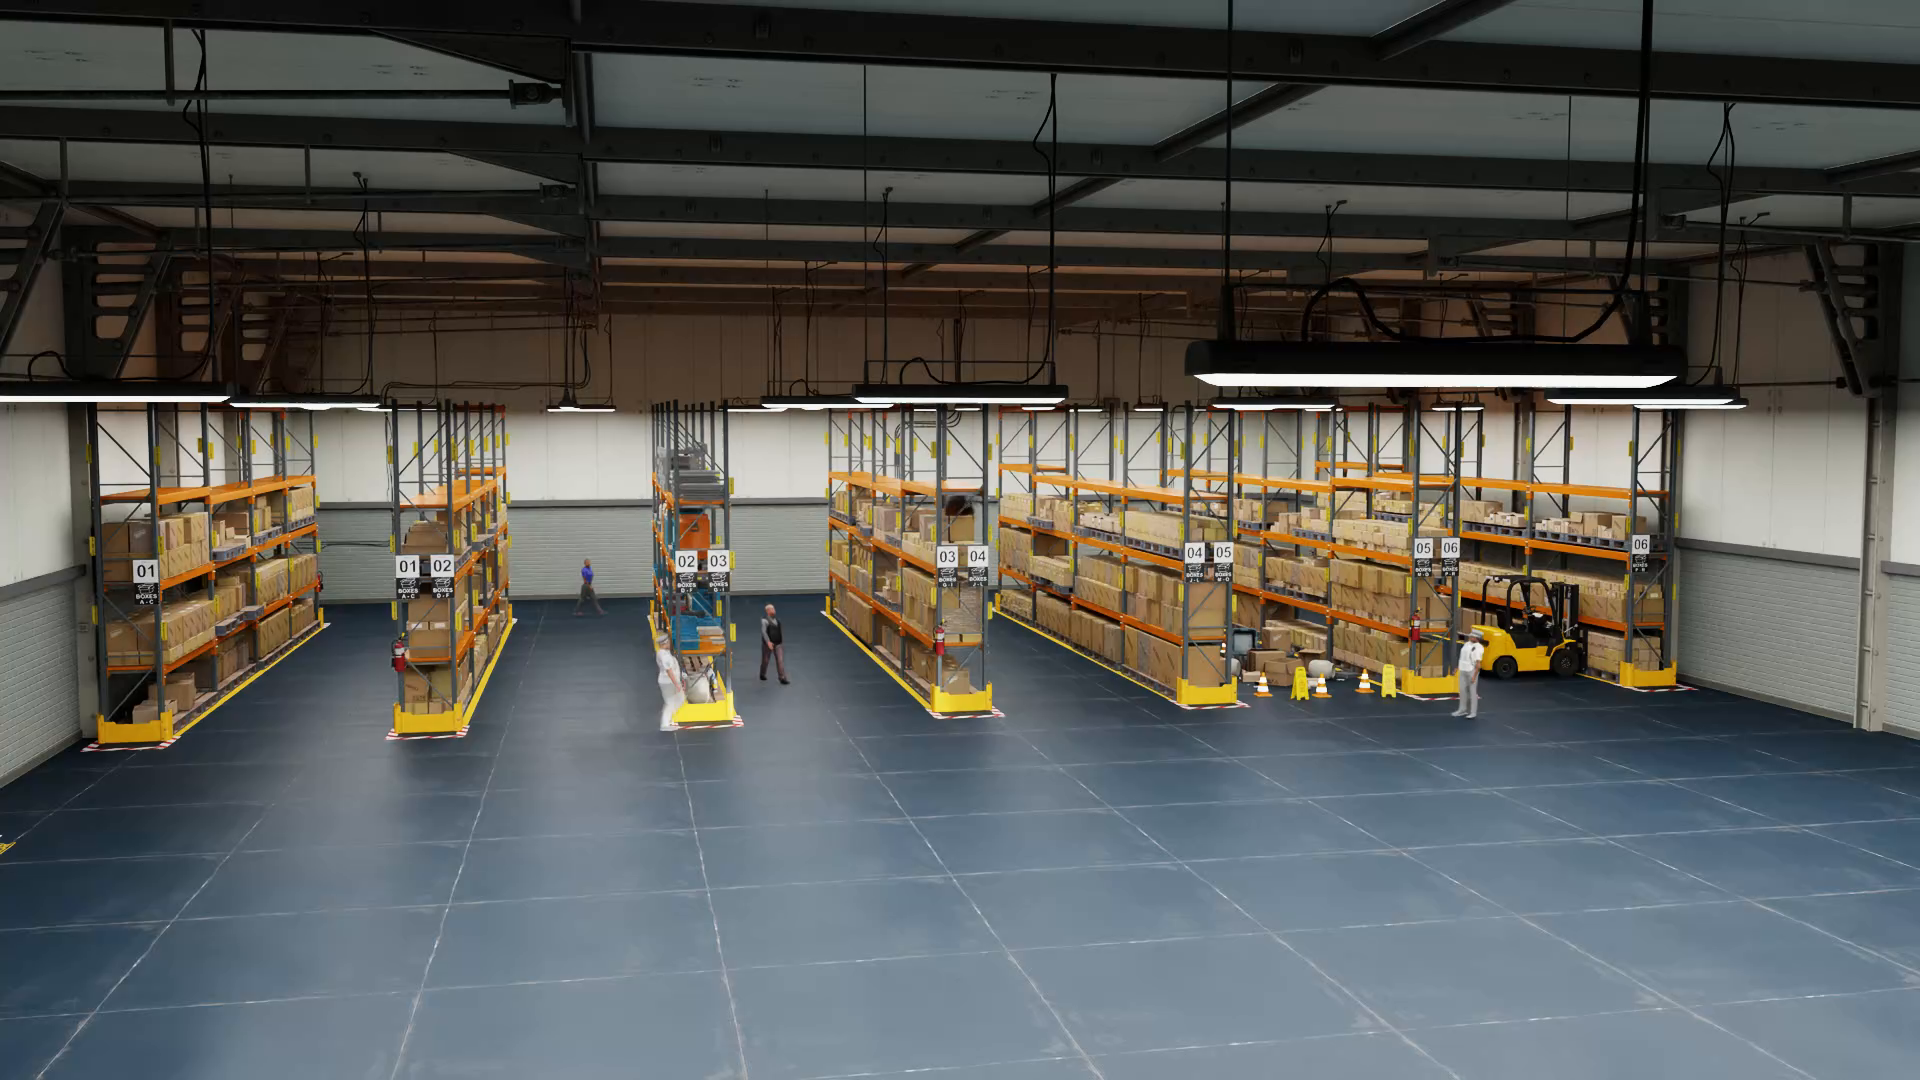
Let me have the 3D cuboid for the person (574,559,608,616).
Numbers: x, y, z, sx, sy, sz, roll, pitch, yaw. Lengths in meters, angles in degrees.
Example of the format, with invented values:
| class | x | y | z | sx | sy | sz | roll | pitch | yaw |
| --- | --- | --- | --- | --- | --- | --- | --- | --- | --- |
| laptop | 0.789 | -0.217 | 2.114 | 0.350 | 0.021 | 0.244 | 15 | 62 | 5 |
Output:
| class | x | y | z | sx | sy | sz | roll | pitch | yaw |
| --- | --- | --- | --- | --- | --- | --- | --- | --- | --- |
| person | -10.504 | 1.339 | 47.229 | 0.926 | 1.615 | 0.530 | 0 | 4 | -2 |

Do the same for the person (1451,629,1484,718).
| class | x | y | z | sx | sy | sz | roll | pitch | yaw |
| --- | --- | --- | --- | --- | --- | --- | --- | --- | --- |
| person | 9.604 | 2.516 | 31.507 | 0.398 | 1.687 | 0.579 | -4 | 6 | -42 |

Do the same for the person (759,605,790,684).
| class | x | y | z | sx | sy | sz | roll | pitch | yaw |
| --- | --- | --- | --- | --- | --- | --- | --- | --- | --- |
| person | -3.990 | 2.217 | 35.345 | 0.526 | 1.671 | 1.023 | -2 | 5 | -30 |

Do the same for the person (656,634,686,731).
| class | x | y | z | sx | sy | sz | roll | pitch | yaw |
| --- | --- | --- | --- | --- | --- | --- | --- | --- | --- |
| person | -5.228 | 2.577 | 29.959 | 0.506 | 1.775 | 0.556 | 0 | 4 | -1 |
